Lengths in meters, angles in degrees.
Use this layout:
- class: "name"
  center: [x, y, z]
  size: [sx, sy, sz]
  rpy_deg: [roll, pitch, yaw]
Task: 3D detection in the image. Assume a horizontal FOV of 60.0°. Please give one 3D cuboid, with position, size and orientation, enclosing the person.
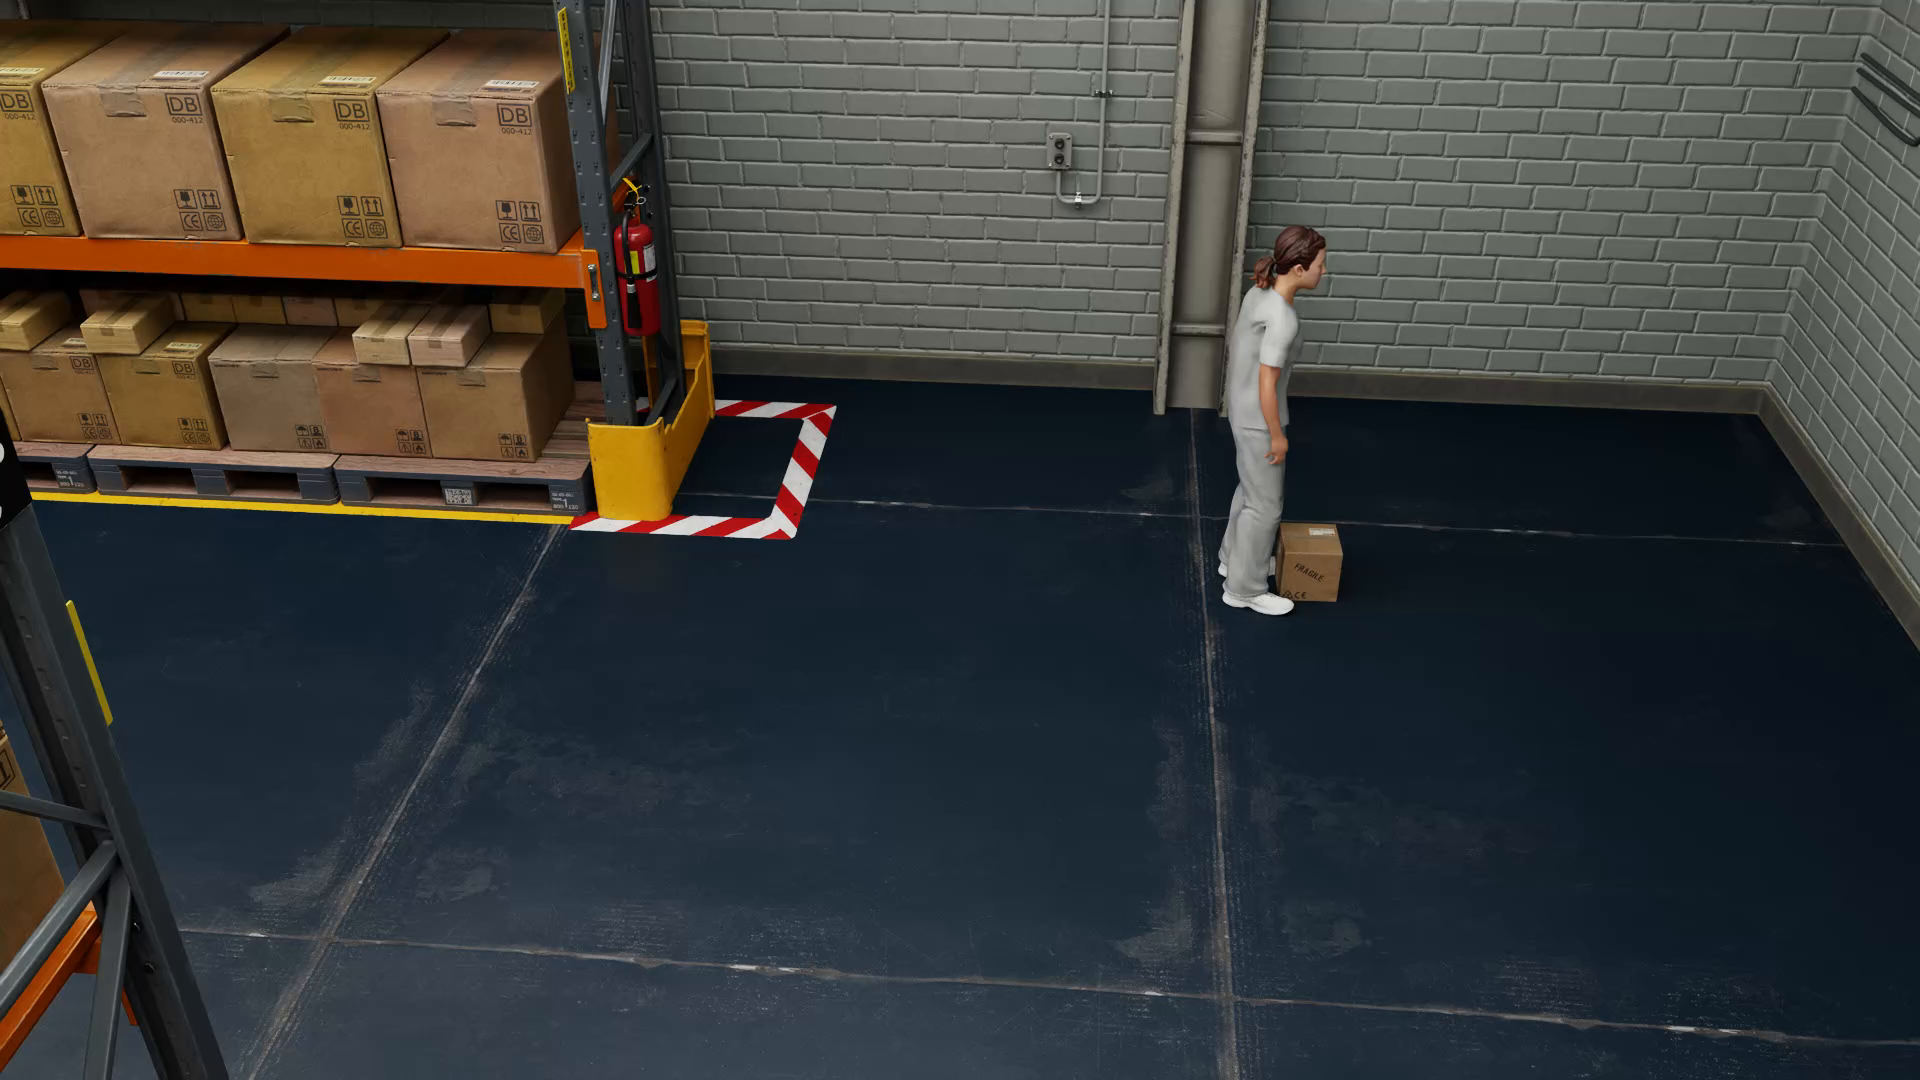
- class: "person"
  center: [1.284, -0.511, 6.953]
  size: [0.352, 1.673, 0.494]
  rpy_deg: [2, 32, 4]
